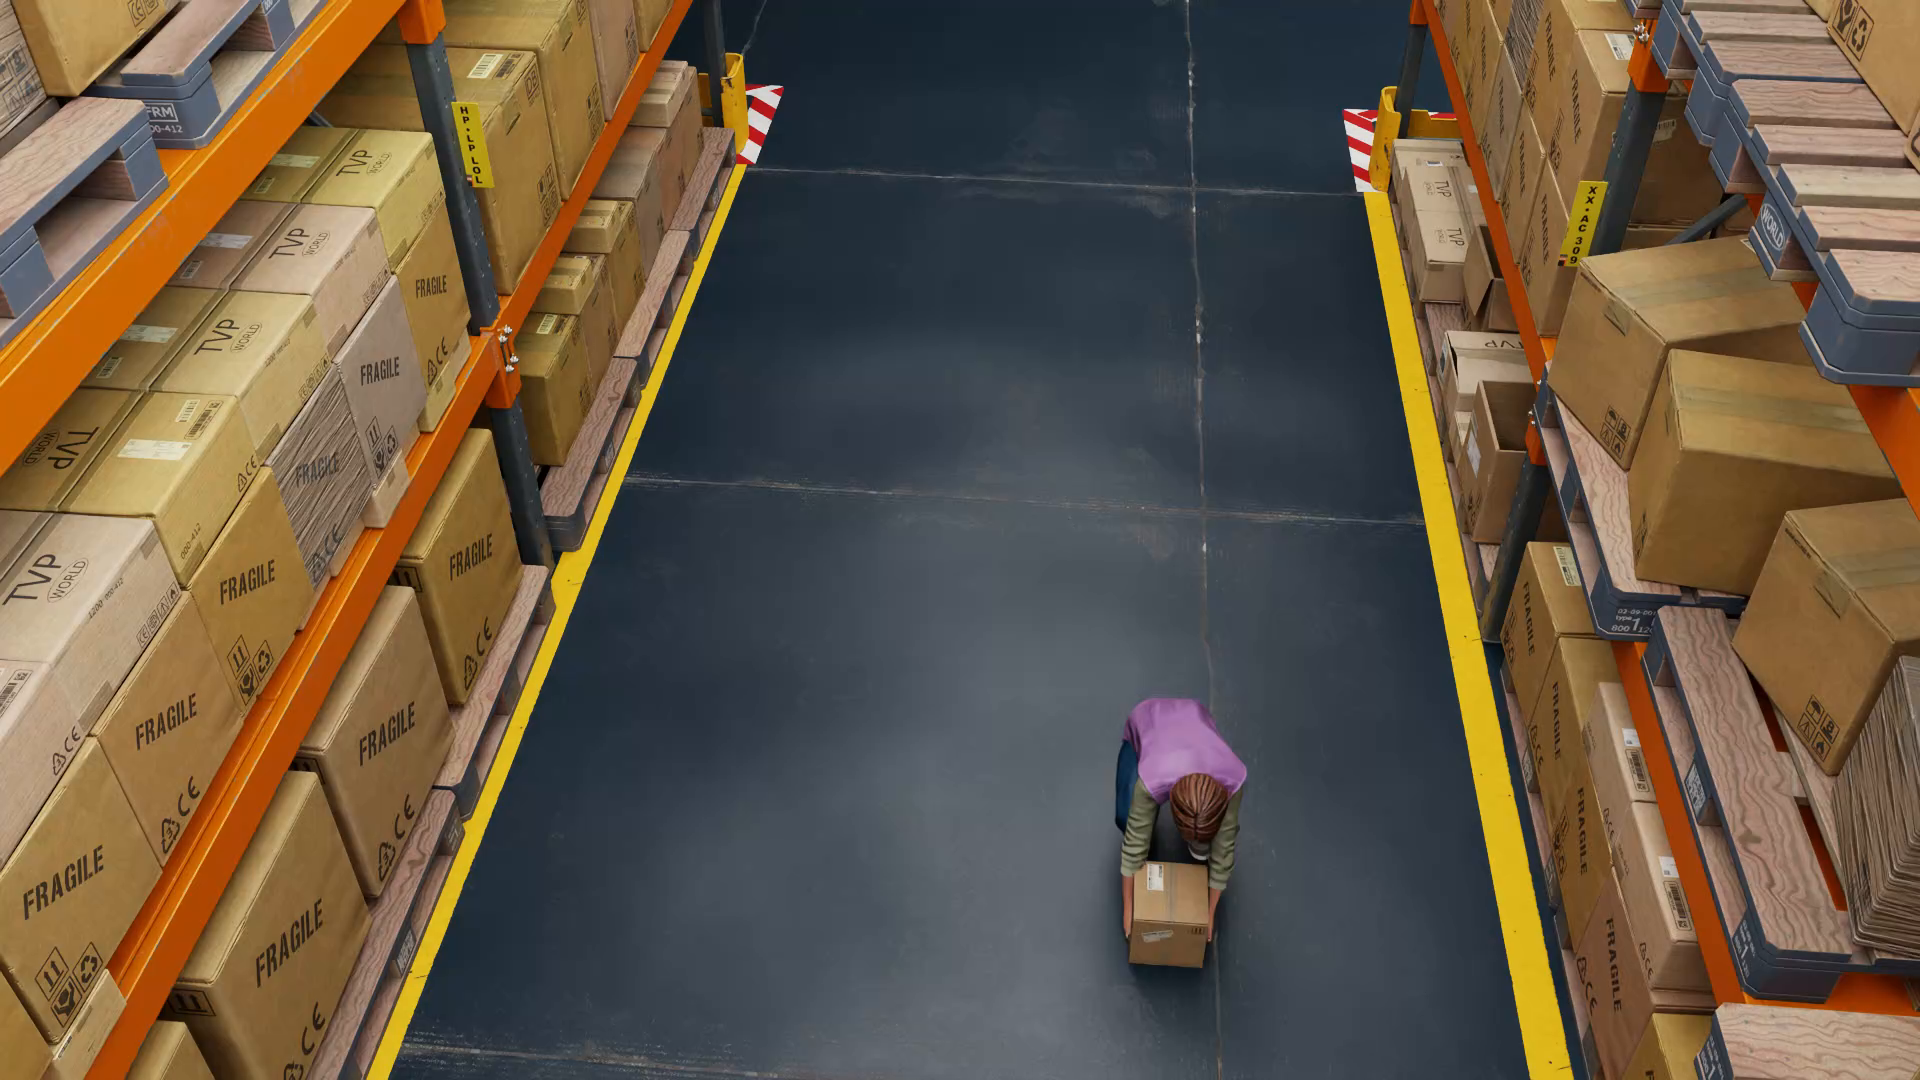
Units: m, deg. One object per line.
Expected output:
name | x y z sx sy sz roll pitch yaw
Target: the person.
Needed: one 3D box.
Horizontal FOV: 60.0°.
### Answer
person | 0.765 0.504 5.577 0.419 1.594 0.491 3 41 4
